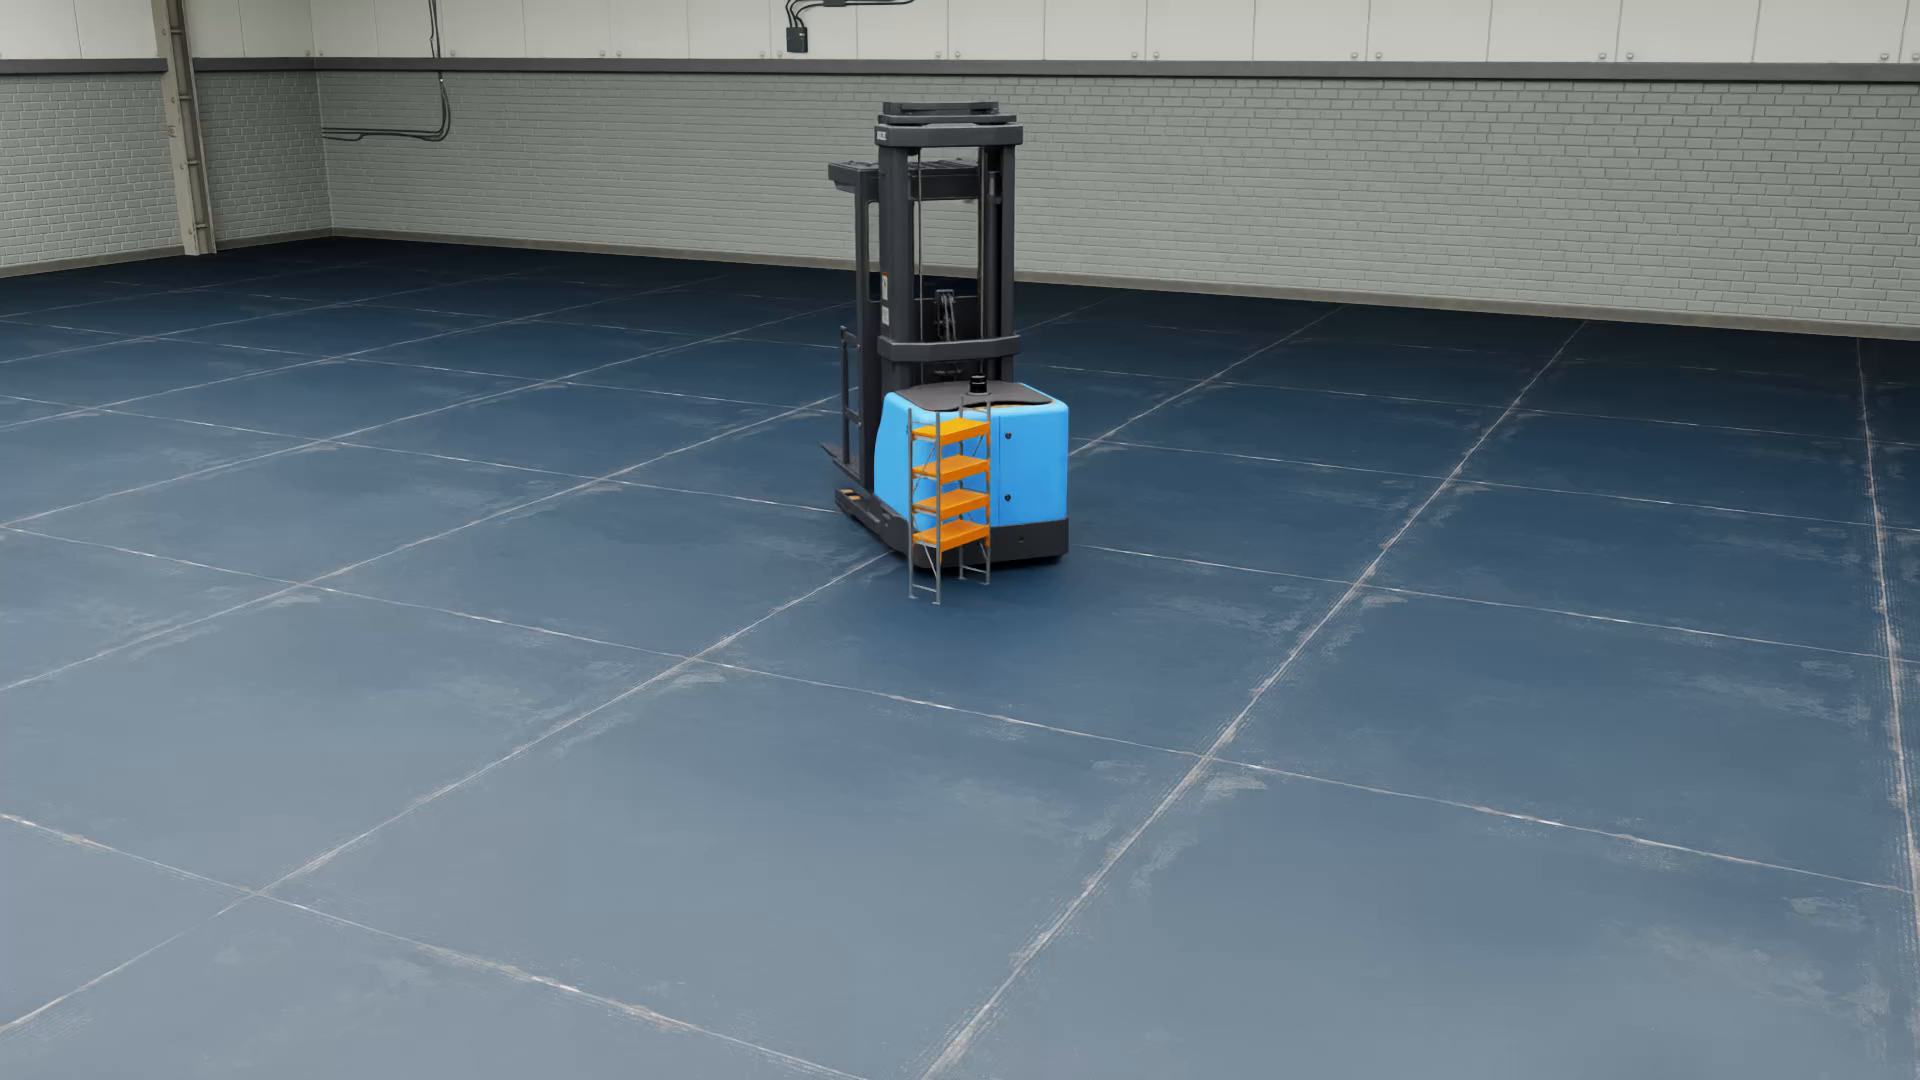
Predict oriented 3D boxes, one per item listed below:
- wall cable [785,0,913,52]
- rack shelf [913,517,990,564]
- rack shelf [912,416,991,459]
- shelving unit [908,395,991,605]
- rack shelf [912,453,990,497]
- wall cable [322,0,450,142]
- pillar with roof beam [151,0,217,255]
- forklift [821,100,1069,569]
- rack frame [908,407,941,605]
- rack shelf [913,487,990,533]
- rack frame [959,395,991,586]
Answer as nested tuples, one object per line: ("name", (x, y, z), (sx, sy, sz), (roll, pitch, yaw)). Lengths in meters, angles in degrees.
("wall cable", (-1.543, -10.038, 23.542), (2.305, 6.003, 0.169), (8, 18, 25))
("rack shelf", (-0.062, 0.001, 10.346), (0.258, 0.148, 0.480), (13, 21, 37))
("rack shelf", (-0.062, -0.630, 10.158), (0.258, 0.148, 0.480), (13, 21, 37))
("shelving unit", (-0.062, -0.253, 10.270), (0.258, 1.200, 0.503), (13, 21, 37))
("rack shelf", (-0.062, -0.403, 10.226), (0.258, 0.148, 0.480), (13, 21, 37))
("wall cable", (-10.029, -8.131, 28.549), (3.097, 2.526, 0.112), (8, 18, 25))
("pillar with roof beam", (-8.677, -8.490, 24.303), (9.100, 9.000, 0.400), (8, 18, 25))
("forklift", (-0.273, -1.598, 11.757), (1.130, 2.935, 3.031), (-6, 18, -20))
("rack frame", (-0.216, -0.200, 10.089), (0.240, 1.200, 0.015), (13, 21, 37))
("rack shelf", (-0.062, -0.189, 10.290), (0.258, 0.148, 0.480), (13, 21, 37))
("rack frame", (0.092, -0.307, 10.452), (0.240, 1.200, 0.015), (13, 21, 37))
